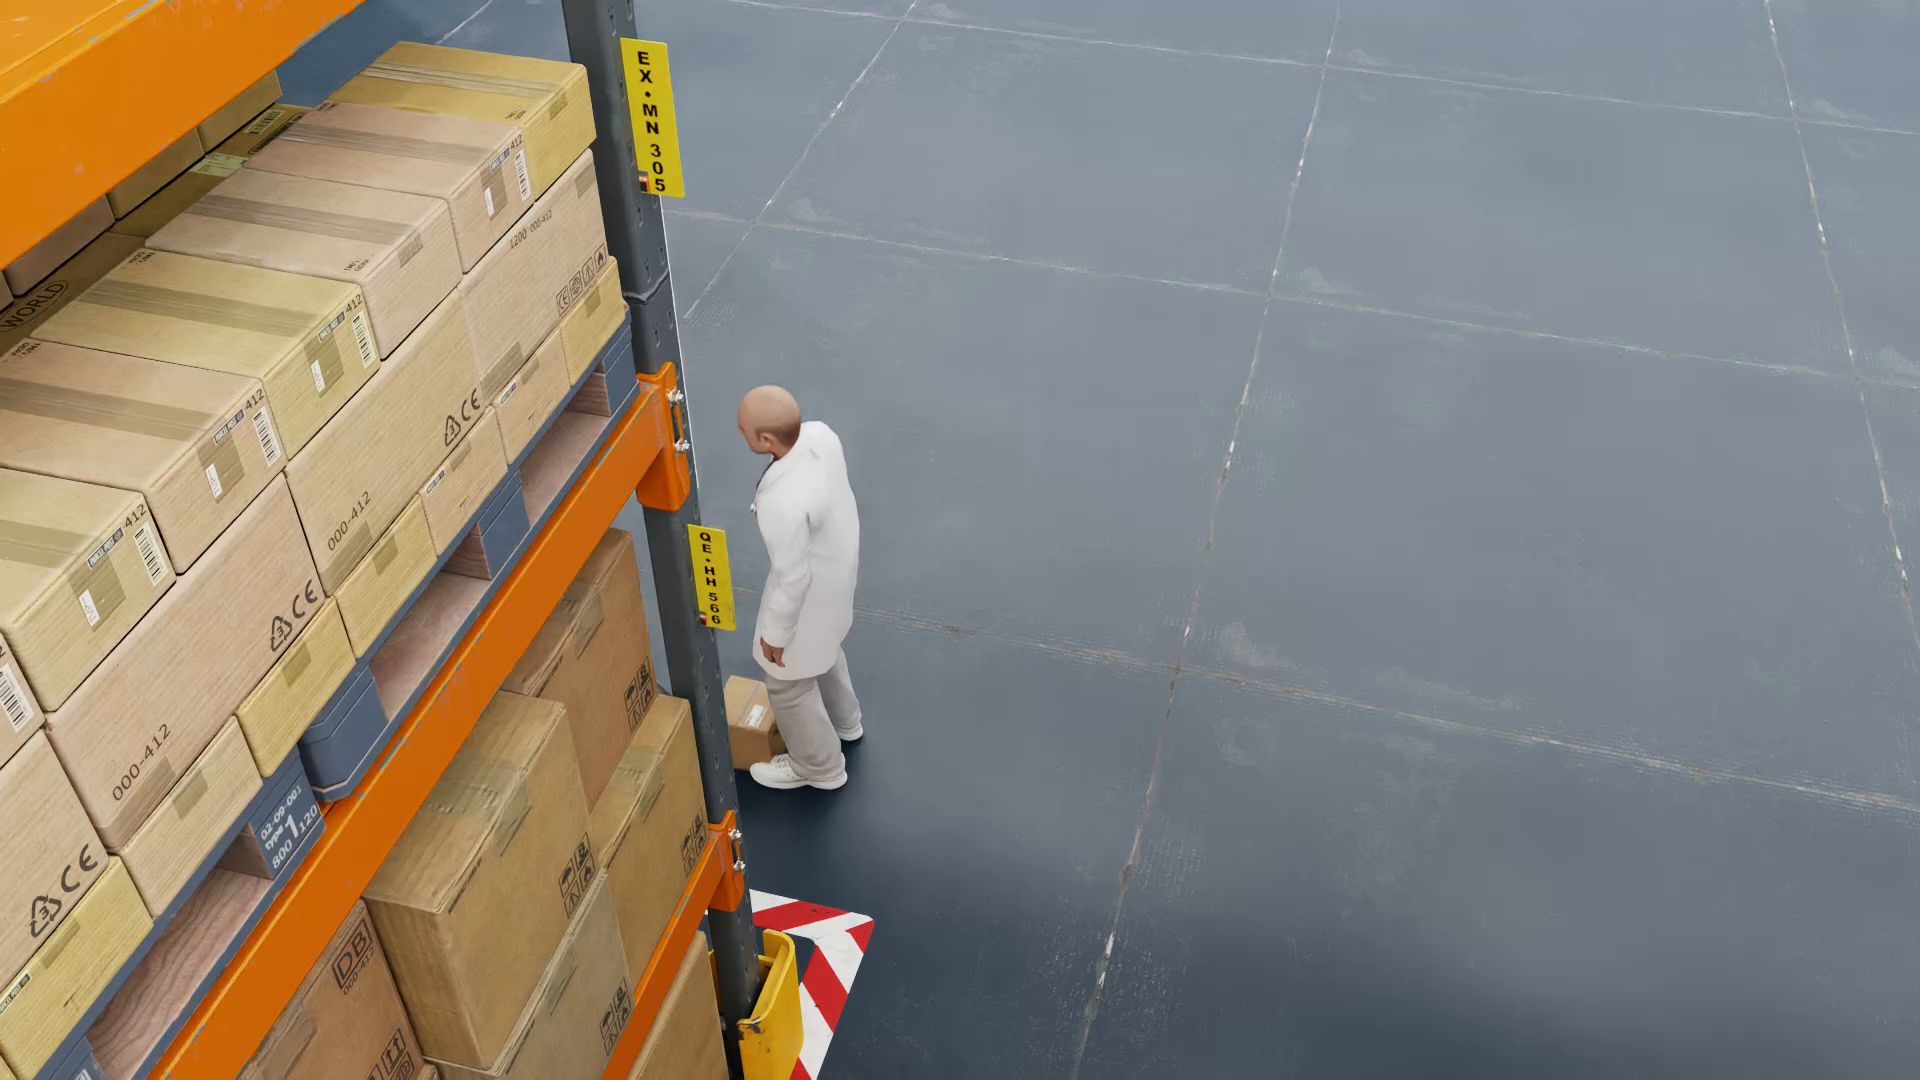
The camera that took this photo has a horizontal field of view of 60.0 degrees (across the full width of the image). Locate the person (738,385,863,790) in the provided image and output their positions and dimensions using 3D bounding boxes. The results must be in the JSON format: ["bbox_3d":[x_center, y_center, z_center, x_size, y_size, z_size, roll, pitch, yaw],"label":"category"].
[{"bbox_3d":[-0.571,0.182,5.957,0.427,1.773,0.631,8,41,10],"label":"person"}]
